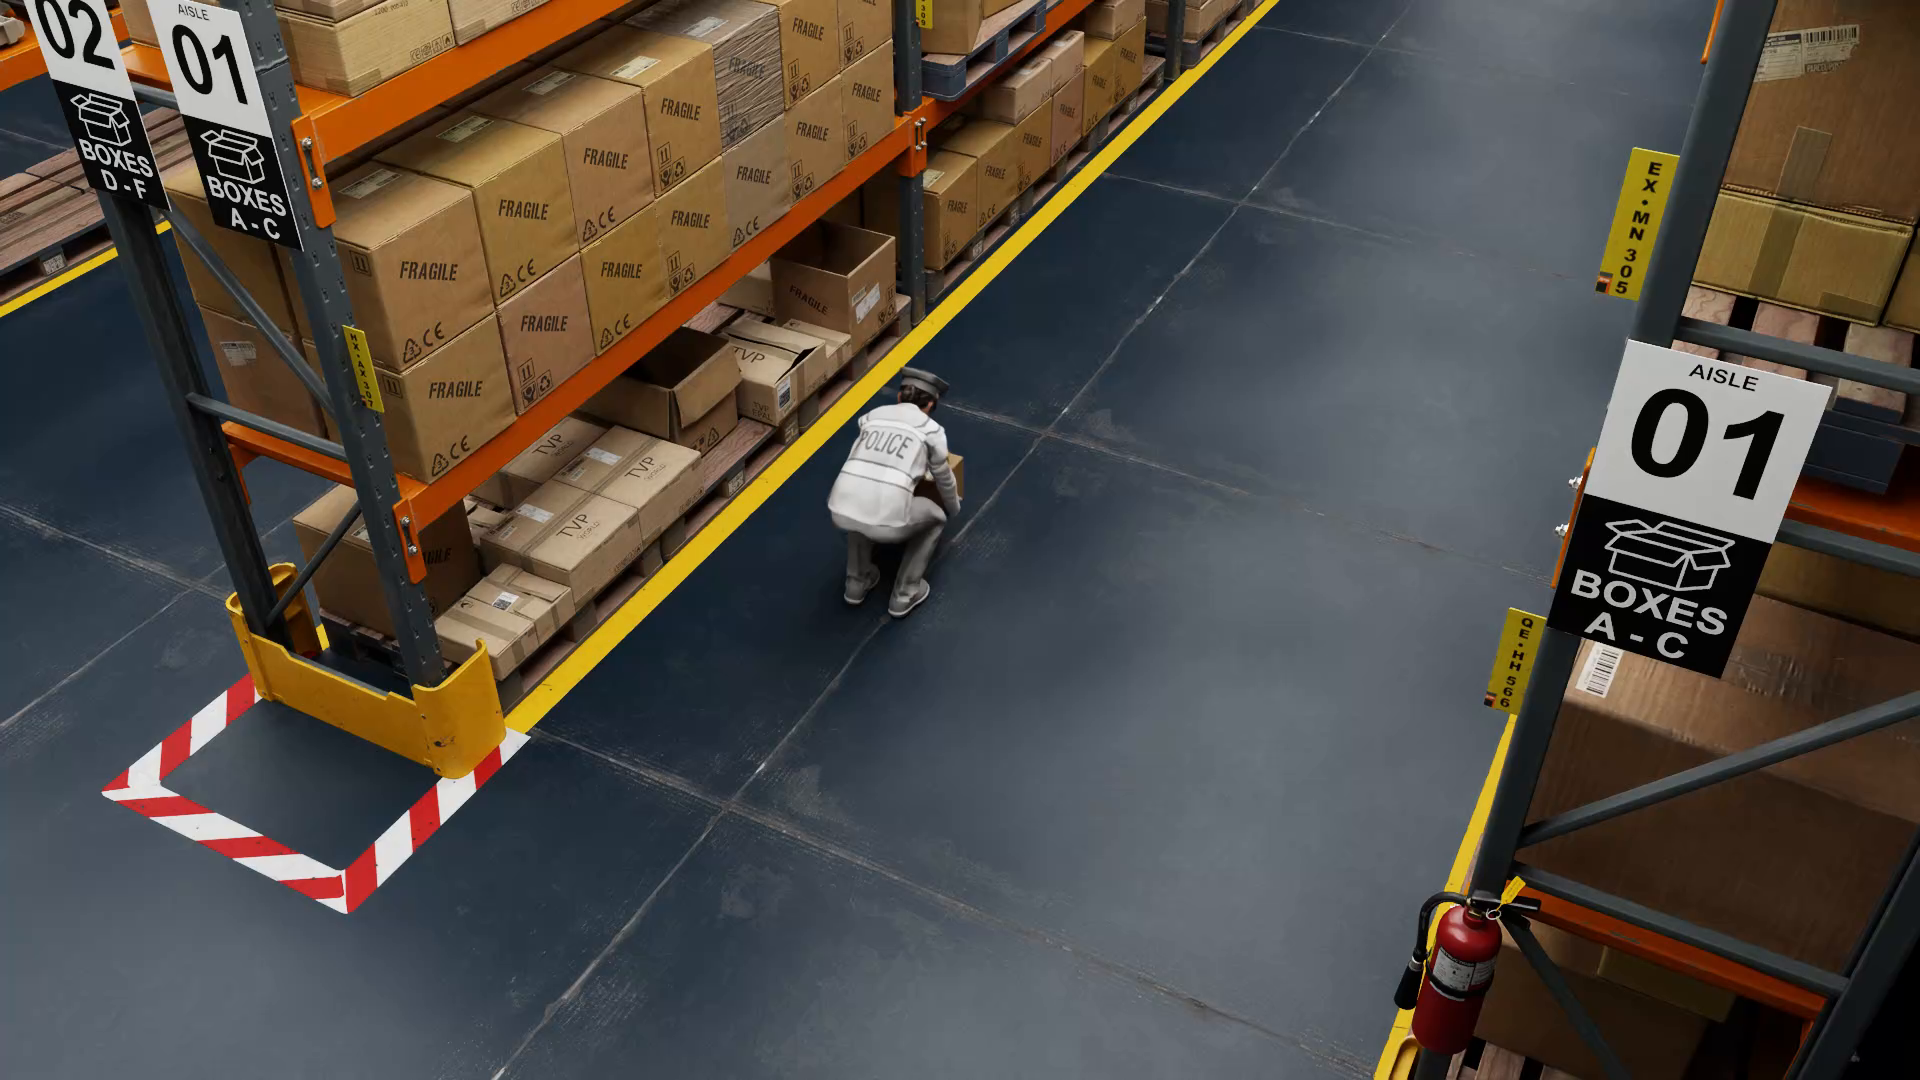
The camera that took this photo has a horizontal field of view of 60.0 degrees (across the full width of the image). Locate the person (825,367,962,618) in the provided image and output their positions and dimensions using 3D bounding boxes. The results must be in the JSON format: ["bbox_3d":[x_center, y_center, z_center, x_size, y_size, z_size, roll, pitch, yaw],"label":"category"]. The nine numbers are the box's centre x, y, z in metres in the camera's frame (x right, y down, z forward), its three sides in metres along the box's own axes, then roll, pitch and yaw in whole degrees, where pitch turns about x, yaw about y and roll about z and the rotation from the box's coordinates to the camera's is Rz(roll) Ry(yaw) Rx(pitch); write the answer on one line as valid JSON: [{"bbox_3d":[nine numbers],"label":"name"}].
[{"bbox_3d":[-0.285,-0.215,7.580,0.467,0.981,0.903,15,41,18],"label":"person"}]
